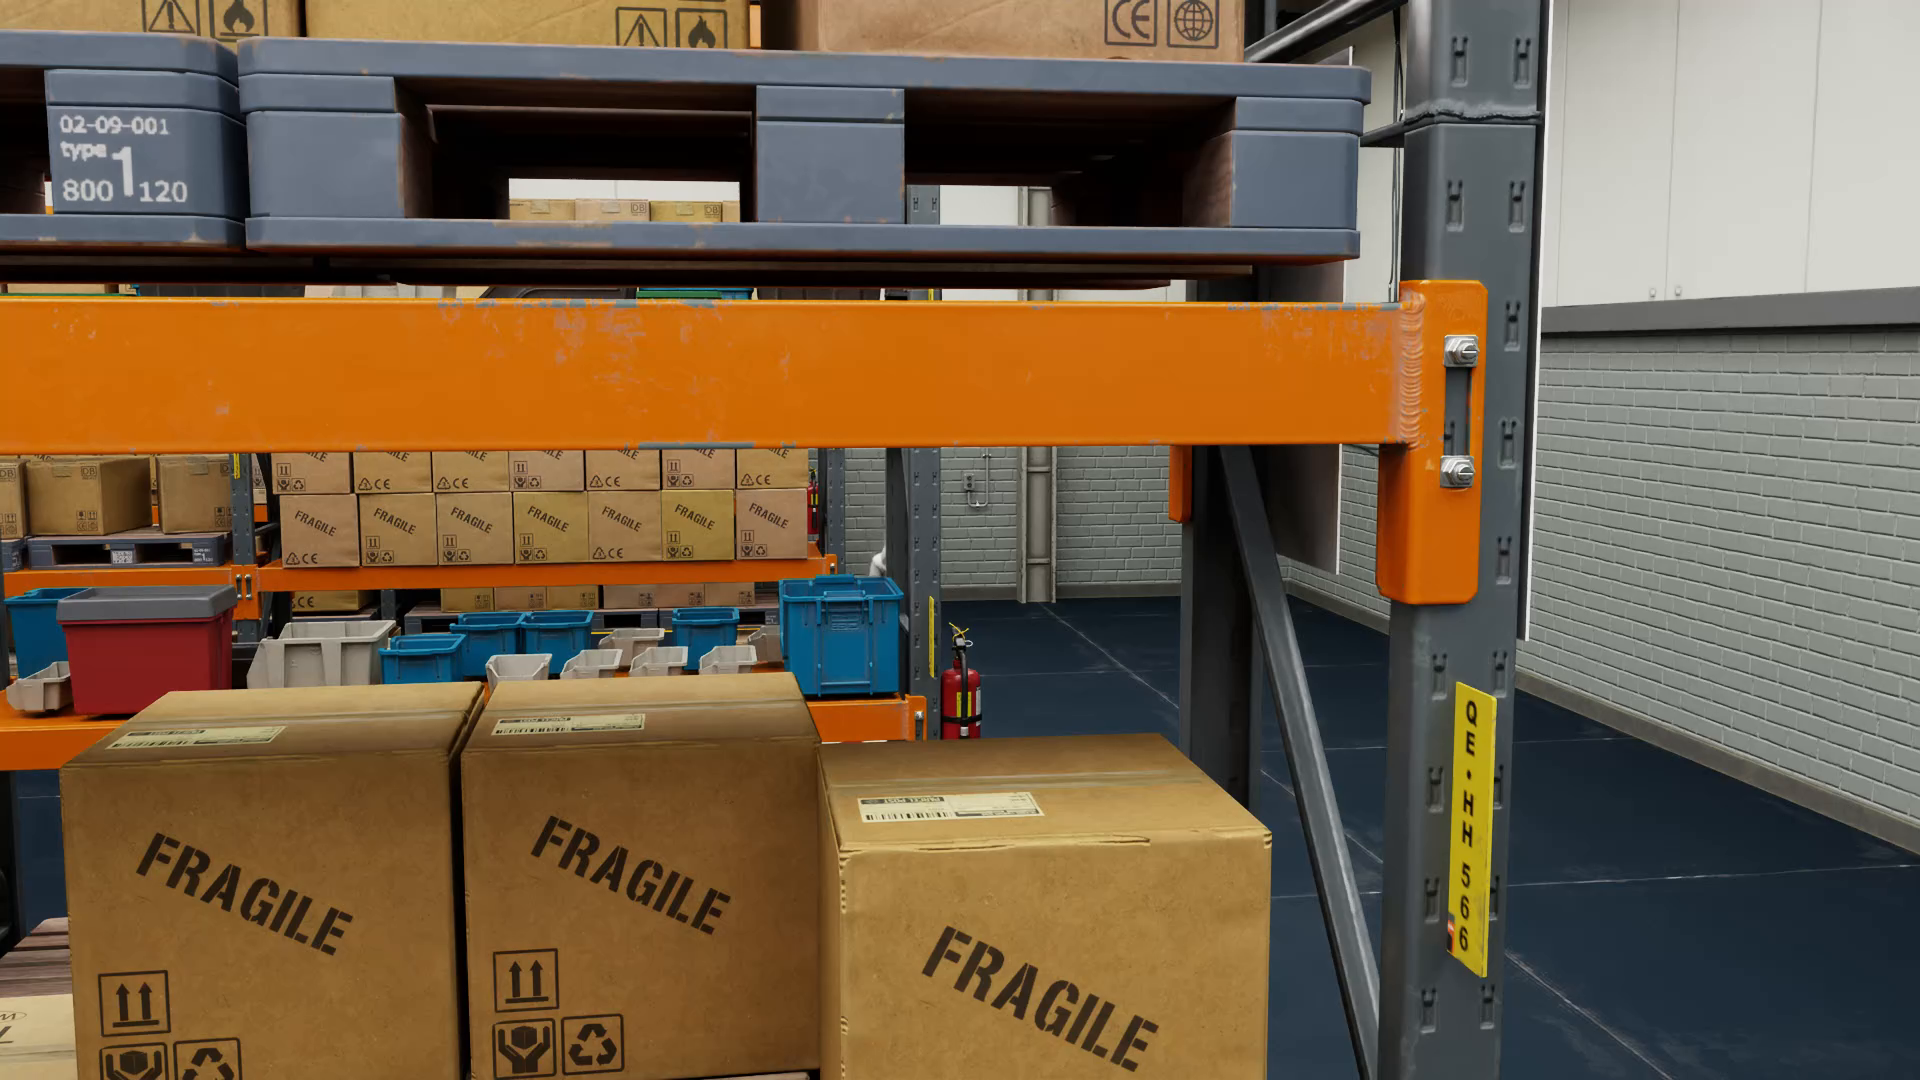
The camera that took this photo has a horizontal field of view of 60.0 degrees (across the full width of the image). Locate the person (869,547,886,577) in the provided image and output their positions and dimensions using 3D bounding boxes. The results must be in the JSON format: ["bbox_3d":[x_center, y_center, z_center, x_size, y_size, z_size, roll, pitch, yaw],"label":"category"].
[{"bbox_3d":[-0.608,0.459,16.535,0.579,0.897,0.935,2,7,18],"label":"person"}]
